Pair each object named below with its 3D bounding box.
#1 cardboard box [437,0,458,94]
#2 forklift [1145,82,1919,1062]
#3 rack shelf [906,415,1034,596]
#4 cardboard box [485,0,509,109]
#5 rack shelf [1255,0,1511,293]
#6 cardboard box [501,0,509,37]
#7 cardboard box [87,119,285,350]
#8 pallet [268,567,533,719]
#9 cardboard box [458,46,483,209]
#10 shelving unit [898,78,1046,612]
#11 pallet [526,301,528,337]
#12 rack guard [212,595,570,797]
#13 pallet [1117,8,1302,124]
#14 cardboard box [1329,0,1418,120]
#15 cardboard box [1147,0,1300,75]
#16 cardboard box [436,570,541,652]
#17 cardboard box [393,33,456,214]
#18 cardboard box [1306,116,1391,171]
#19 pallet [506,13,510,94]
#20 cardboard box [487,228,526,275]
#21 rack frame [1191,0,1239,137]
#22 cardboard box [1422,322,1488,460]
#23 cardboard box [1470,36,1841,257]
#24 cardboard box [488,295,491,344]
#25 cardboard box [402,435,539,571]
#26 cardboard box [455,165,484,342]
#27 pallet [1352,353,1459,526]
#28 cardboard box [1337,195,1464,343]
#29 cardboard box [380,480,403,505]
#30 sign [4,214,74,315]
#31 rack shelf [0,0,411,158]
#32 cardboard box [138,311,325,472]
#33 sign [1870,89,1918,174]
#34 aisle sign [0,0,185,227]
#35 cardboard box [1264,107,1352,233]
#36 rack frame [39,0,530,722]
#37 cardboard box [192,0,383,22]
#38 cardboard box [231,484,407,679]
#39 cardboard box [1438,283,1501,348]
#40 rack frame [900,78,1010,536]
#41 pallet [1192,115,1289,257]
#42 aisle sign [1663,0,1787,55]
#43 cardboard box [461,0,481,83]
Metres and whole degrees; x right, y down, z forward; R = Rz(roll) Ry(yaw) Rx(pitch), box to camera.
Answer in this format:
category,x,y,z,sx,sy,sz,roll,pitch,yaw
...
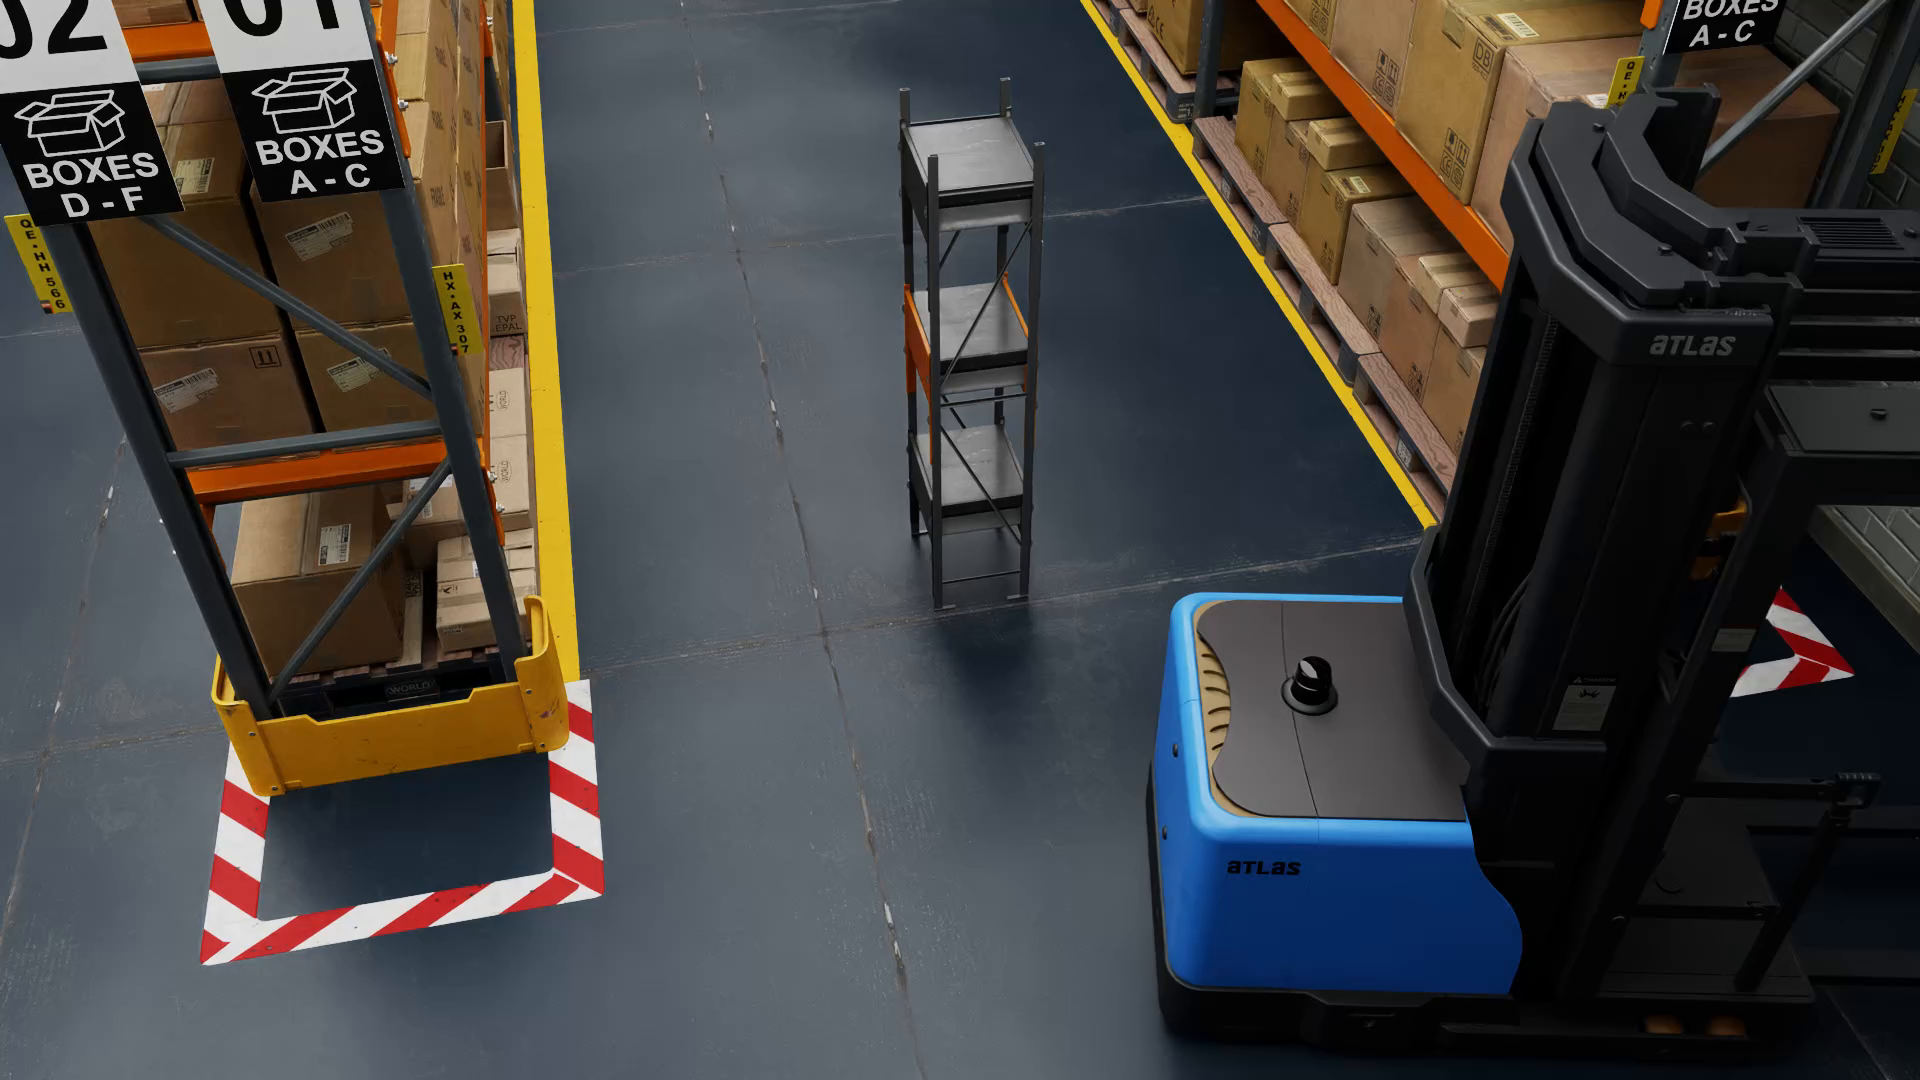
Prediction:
category,x,y,z,sx,sy,sz,roll,pitch,yaw
cardboard box,-2.254,-2.034,6.453,0.500,0.500,0.500,-9,42,-10
forklift,2.178,0.224,4.789,3.031,2.935,1.130,1,42,1
rack shelf,0.036,-0.144,6.906,0.431,0.518,0.480,-8,42,-9
cardboard box,-2.938,-2.821,9.719,0.500,0.500,0.500,-8,42,-9
rack shelf,2.322,-2.045,7.836,1.077,0.370,4.000,-8,42,-9
cardboard box,-3.147,-3.473,10.455,0.500,0.500,0.500,-10,43,-11
cardboard box,-2.447,-0.966,5.250,0.500,0.500,0.500,-9,42,-10
pallet,-2.271,0.172,6.898,1.003,0.211,1.213,-8,42,-9
cardboard box,-2.249,-1.652,6.776,0.500,0.500,0.500,-8,42,-9
shelving unit,0.036,-0.678,6.432,0.431,2.100,0.503,-8,42,-9
pallet,-2.798,-1.410,8.680,1.003,0.211,1.213,-8,42,-9
rack guard,-2.098,0.580,6.220,1.175,0.500,0.348,-8,42,-9
pallet,1.651,-3.057,10.535,1.003,0.211,1.213,-8,42,-9
cardboard box,2.311,-2.424,7.496,0.980,0.700,0.700,-10,43,-11
cardboard box,1.623,-3.366,10.086,0.750,0.750,0.750,-8,42,-9
cardboard box,-1.837,0.276,6.496,0.380,0.149,0.250,-8,42,-9
cardboard box,-2.041,-1.380,5.716,0.500,0.500,0.500,-8,42,-9
cardboard box,1.961,-1.989,8.310,0.380,0.149,0.250,-9,42,-11
pallet,-3.425,-3.170,10.662,1.003,0.211,1.213,-8,42,-9
cardboard box,-2.406,-1.433,8.421,0.380,0.149,0.250,-8,42,-9
rack frame,1.891,-3.610,9.058,1.000,3.000,0.127,-8,42,-9
cardboard box,2.505,-0.679,7.322,0.700,0.500,0.500,-8,42,-9
cardboard box,2.634,-1.459,6.408,0.980,0.700,0.700,-7,42,-7
cardboard box,-2.535,-0.912,7.567,0.797,0.503,0.637,-8,42,-9
cardboard box,-2.030,-0.159,6.909,0.500,0.250,0.500,-8,42,-9
cardboard box,-2.037,-1.002,6.044,0.500,0.500,0.500,-9,42,-10
pallet,2.505,-0.482,7.634,1.003,0.211,1.213,-8,42,-9
cardboard box,2.288,-1.329,8.055,0.700,0.500,0.500,-10,42,-11
cardboard box,-2.616,-0.379,7.157,0.500,0.250,0.500,-8,42,-9
sign,-2.628,-0.790,4.770,0.100,0.325,0.005,-8,42,-9
rack shelf,-2.514,-2.455,6.038,1.077,0.370,4.000,-8,42,-9
cardboard box,-2.445,-0.594,5.584,0.500,0.500,0.500,-7,42,-8
sign,3.297,-1.447,5.908,0.100,0.325,0.005,-8,42,-9
aisle sign,-2.366,-1.189,4.372,0.394,0.787,0.004,-8,42,-9
cardboard box,2.057,-2.007,8.818,0.700,0.500,0.500,-9,42,-10
rack frame,-2.082,-0.305,5.334,1.000,3.000,0.127,-8,42,-9
cardboard box,-1.945,-1.740,4.805,0.500,0.250,0.500,-8,42,-9
cardboard box,-2.440,0.148,6.376,0.500,0.500,0.500,-8,42,-9
cardboard box,2.300,-0.979,7.171,0.380,0.149,0.250,-9,42,-10
rack frame,-0.017,-0.836,6.610,0.400,2.100,0.015,-8,42,-9
pallet,1.978,-2.063,9.416,1.003,0.211,1.213,-8,42,-9
aisle sign,2.477,-1.900,5.173,0.394,0.787,0.004,-8,42,-9
cardboard box,-2.474,-2.314,7.522,0.500,0.500,0.500,-7,42,-8
